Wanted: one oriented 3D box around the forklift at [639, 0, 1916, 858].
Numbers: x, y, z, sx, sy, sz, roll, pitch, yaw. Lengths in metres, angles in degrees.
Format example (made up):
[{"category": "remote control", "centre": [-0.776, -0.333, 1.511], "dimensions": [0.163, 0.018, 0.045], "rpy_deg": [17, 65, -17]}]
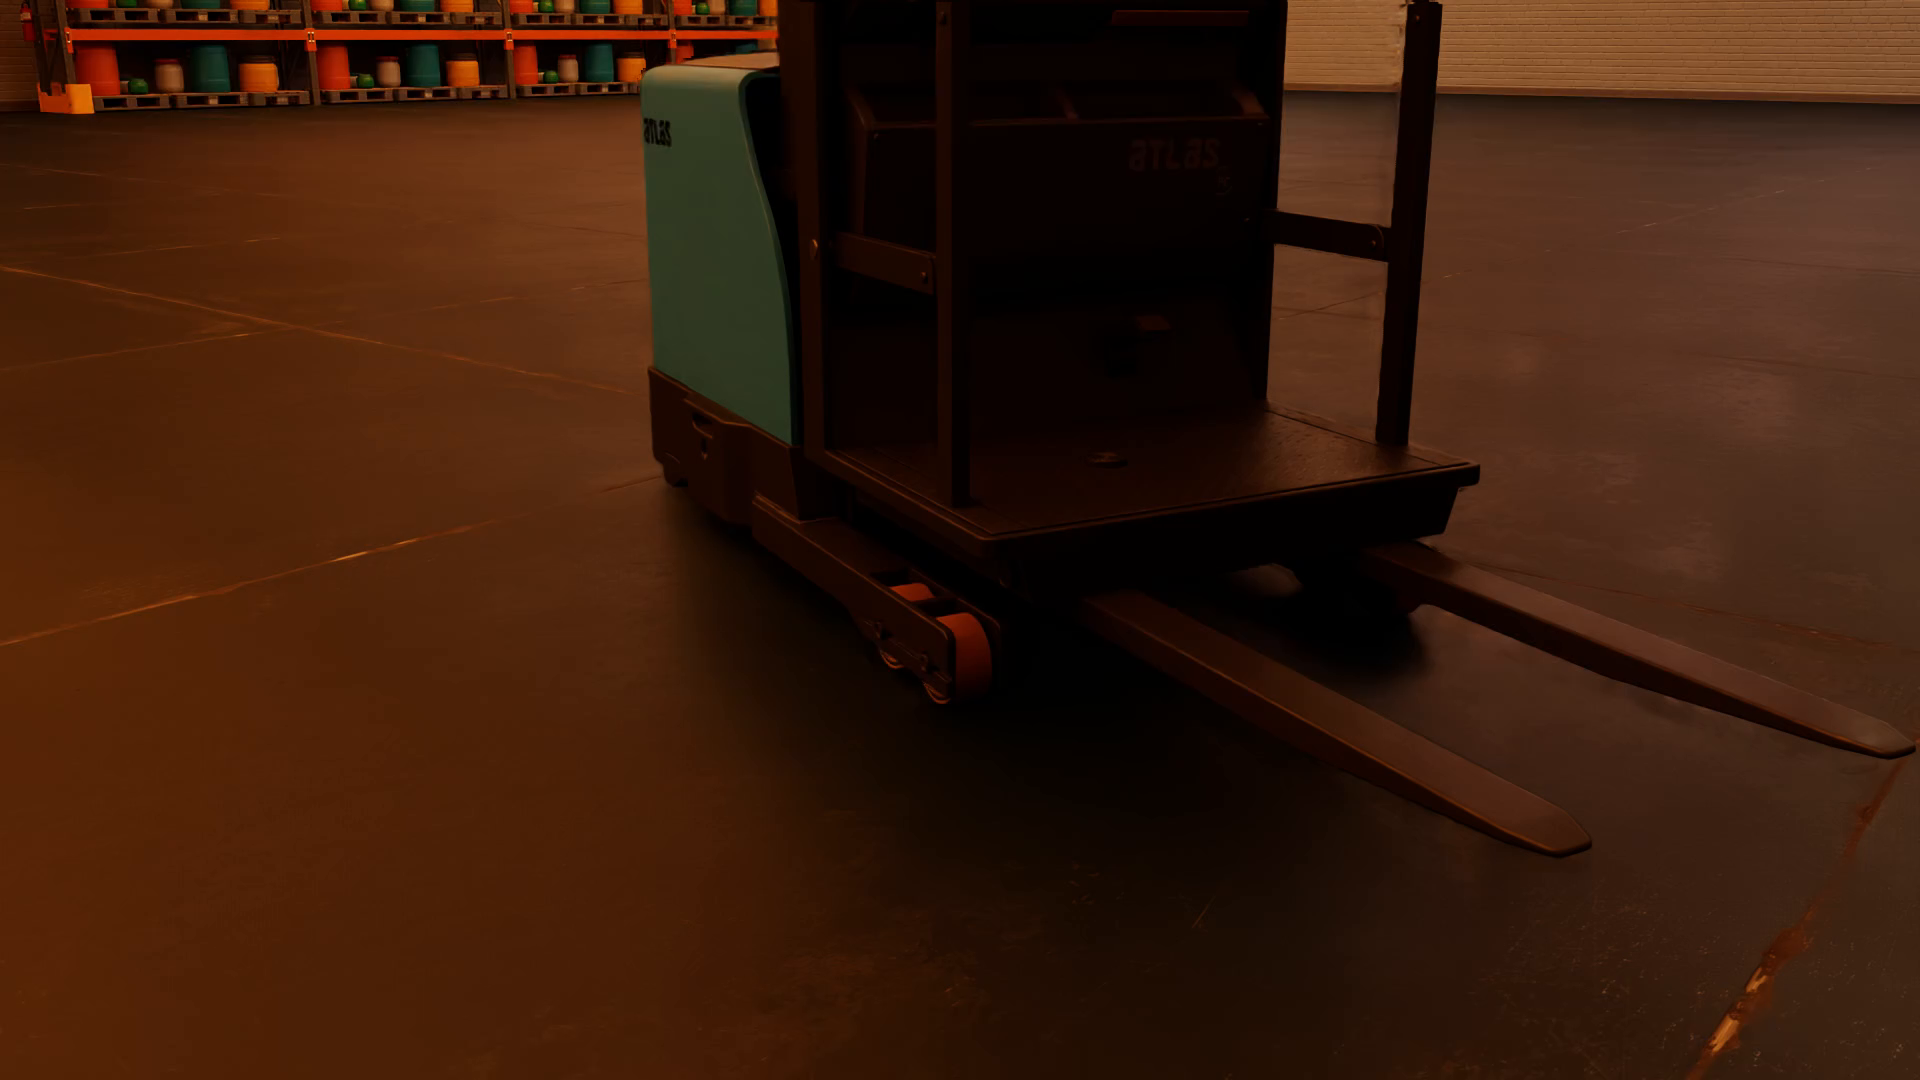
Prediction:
[{"category": "forklift", "centre": [0.305, -1.254, 3.028], "dimensions": [1.130, 2.935, 3.031], "rpy_deg": [-9, 19, -26]}]
